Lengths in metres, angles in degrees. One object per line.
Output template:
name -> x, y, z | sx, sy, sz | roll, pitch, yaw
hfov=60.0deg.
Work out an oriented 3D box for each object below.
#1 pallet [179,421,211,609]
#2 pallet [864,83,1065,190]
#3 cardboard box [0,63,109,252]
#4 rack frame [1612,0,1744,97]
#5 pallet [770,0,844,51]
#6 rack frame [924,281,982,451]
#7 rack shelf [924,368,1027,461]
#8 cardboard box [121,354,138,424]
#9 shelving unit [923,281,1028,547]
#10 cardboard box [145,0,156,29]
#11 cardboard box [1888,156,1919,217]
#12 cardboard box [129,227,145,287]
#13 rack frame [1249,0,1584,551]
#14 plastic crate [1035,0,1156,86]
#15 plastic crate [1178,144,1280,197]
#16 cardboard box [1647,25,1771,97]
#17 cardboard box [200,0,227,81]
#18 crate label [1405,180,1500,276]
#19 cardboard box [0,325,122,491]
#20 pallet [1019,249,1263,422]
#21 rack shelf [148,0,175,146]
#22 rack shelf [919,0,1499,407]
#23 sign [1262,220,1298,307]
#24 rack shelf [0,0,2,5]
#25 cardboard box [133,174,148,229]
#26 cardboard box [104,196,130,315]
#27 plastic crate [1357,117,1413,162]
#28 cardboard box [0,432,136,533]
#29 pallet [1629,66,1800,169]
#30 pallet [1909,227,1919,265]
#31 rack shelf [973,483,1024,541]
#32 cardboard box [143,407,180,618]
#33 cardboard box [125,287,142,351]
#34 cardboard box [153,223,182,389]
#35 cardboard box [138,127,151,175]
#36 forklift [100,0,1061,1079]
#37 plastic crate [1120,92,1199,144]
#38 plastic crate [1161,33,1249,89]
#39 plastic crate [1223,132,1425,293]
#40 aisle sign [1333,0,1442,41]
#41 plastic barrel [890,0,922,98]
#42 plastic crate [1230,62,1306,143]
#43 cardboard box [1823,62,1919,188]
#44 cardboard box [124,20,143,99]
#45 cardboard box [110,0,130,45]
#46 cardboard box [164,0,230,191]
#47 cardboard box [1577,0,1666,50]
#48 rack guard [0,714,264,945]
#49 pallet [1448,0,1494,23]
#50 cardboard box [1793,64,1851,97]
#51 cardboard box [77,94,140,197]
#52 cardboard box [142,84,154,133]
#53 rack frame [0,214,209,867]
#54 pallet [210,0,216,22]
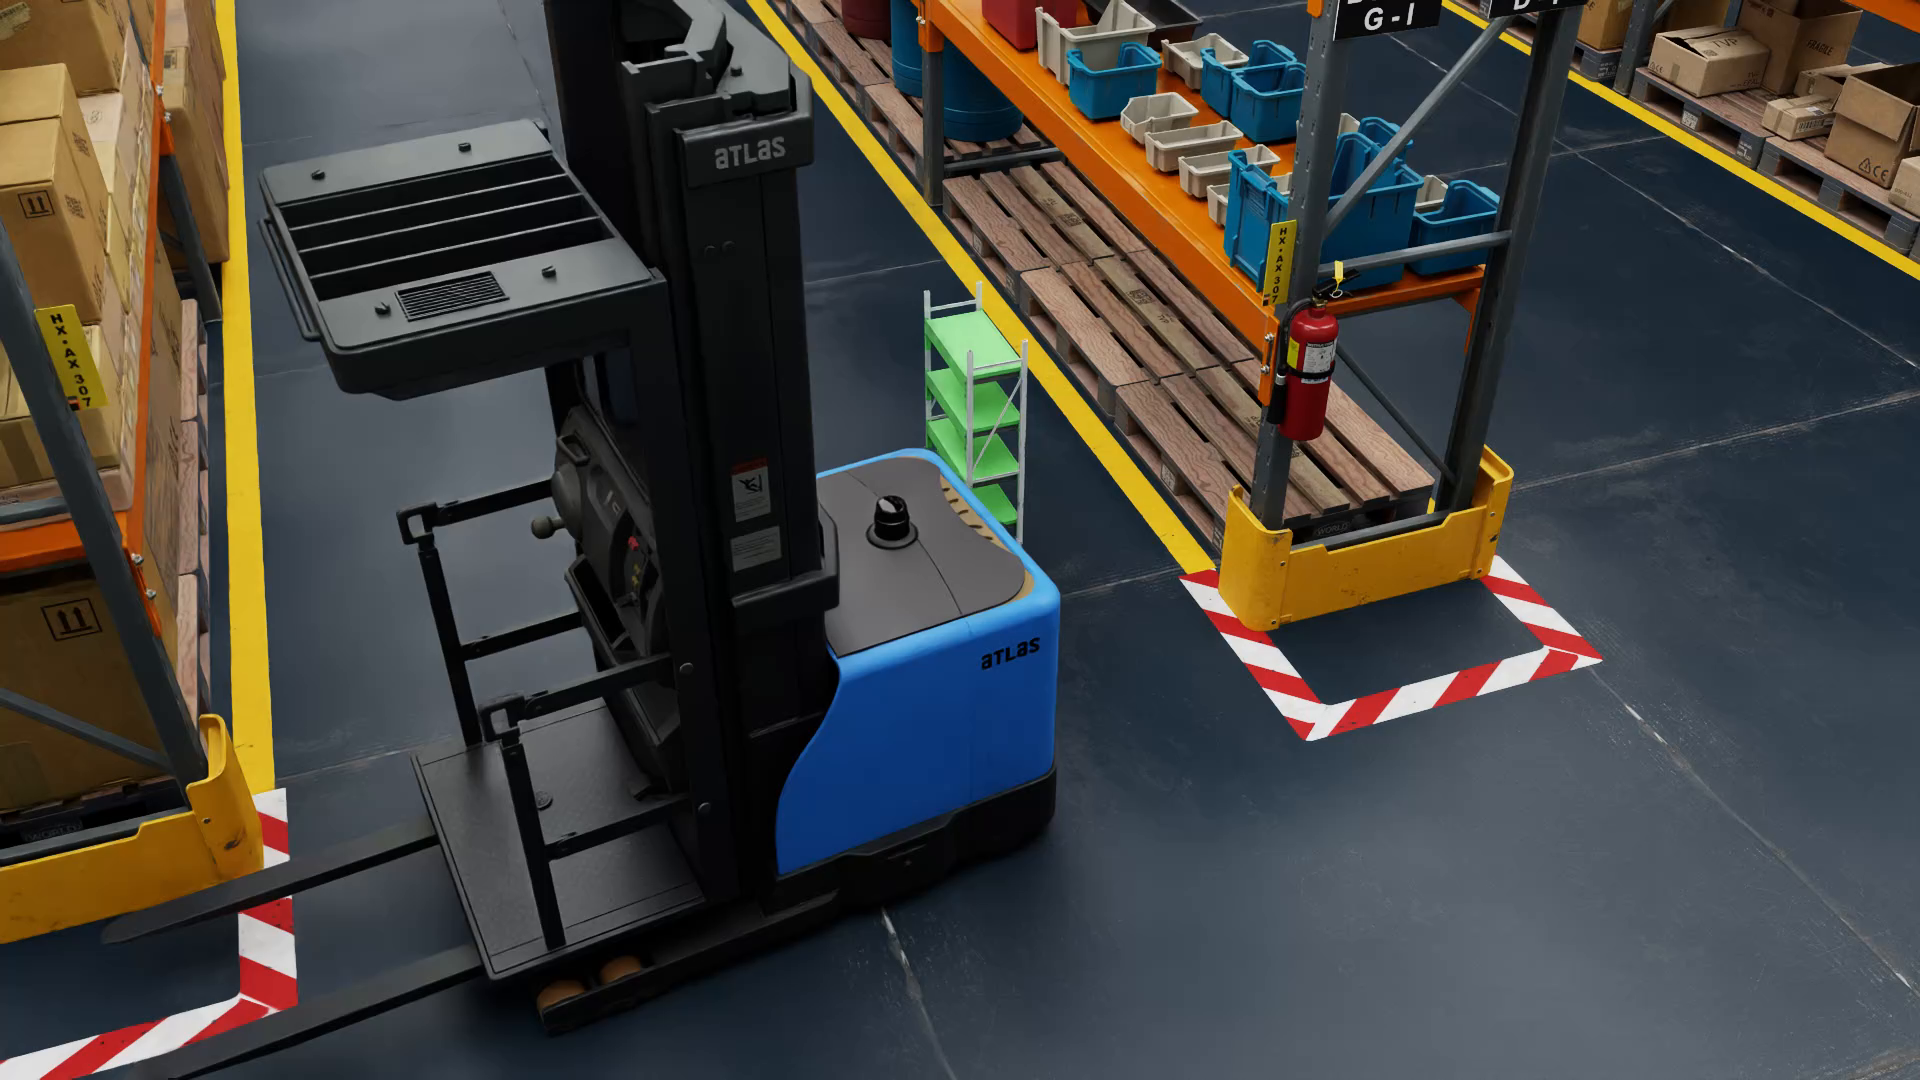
pallet -> -3.766, -0.027, 7.110 | 1.003, 0.211, 1.213 | -12, 39, -16
pallet -> 0.047, -2.633, 10.570 | 1.003, 0.211, 1.213 | -12, 39, -16
cardboard box -> -3.269, -1.276, 5.705 | 0.500, 0.500, 0.500 | -13, 39, -17
rack frame -> 4.925, -4.325, 10.499 | 1.000, 3.000, 0.127 | -12, 39, -16
pallet -> -0.793, -4.011, 12.400 | 1.003, 0.211, 1.213 | -12, 39, -16
rack frame -> -0.027, -0.524, 6.948 | 0.240, 1.200, 0.015 | -12, 39, -16
rack shelf -> 0.057, -0.526, 6.659 | 0.258, 0.148, 0.480 | -12, 39, -16
cardboard box -> -2.991, -0.475, 5.596 | 0.380, 0.149, 0.250 | -13, 39, -17
shelving unit -> 0.057, -0.386, 6.765 | 0.258, 1.200, 0.503 | -12, 39, -16
cardboard box -> -4.475, -2.912, 8.540 | 0.500, 0.500, 0.500 | -12, 39, -16
cardboard box -> 5.585, -1.942, 9.255 | 0.500, 0.250, 0.500 | -12, 39, -16
cardboard box -> -3.344, -1.054, 6.365 | 0.380, 0.149, 0.250 | -13, 39, -17
rack frame -> 1.650, -1.042, 6.141 | 1.000, 3.000, 0.127 | -12, 39, -16
plastic crate -> 0.626, -2.378, 7.962 | 0.437, 0.282, 0.530 | -12, 39, -16
plastic crate -> 1.113, -1.551, 6.985 | 0.396, 0.136, 0.243 | -12, 39, -16
cardboard box -> 4.867, -3.145, 10.802 | 0.500, 0.311, 0.500 | -12, 39, -16
cardboard box -> -5.536, -3.461, 10.769 | 1.225, 0.875, 0.875 | -14, 39, -18
crate label -> 1.874, -1.207, 6.449 | 0.416, 0.233, 0.303 | -12, 39, -16
cardboard box -> -2.913, -0.403, 5.169 | 0.500, 0.250, 0.500 | -13, 39, -17
pallet -> 0.986, -1.090, 8.522 | 1.003, 0.211, 1.213 | -12, 39, -16
rack shelf -> -5.066, -3.119, 9.496 | 1.077, 0.370, 4.000 | -12, 39, -16
rack shelf -> 0.961, -1.885, 7.857 | 1.077, 0.370, 4.000 | -12, 39, -16
sign -> 1.139, -0.984, 5.928 | 0.100, 0.325, 0.005 | -12, 39, -16
rack shelf -> -3.689, -2.057, 5.593 | 1.077, 0.370, 4.000 | -12, 39, -16
cardboard box -> -3.522, -1.346, 6.752 | 0.380, 0.149, 0.250 | -13, 39, -17
cardboard box -> -3.267, -0.980, 5.935 | 0.500, 0.250, 0.500 | -14, 39, -17
plastic crate -> 1.647, -1.579, 6.942 | 0.416, 0.233, 0.300 | -12, 39, -16
cardboard box -> -2.813, -0.185, 5.212 | 0.380, 0.149, 0.250 | -12, 39, -15
pallet -> 5.161, -2.823, 10.823 | 1.003, 0.211, 1.213 | -12, 39, -16
pallet -> 6.000, -1.445, 8.993 | 1.003, 0.211, 1.213 | -12, 39, -16
rack shelf -> 0.057, -0.143, 6.948 | 0.258, 0.148, 0.480 | -12, 39, -16
cardboard box -> -3.609, -0.195, 6.433 | 0.875, 0.875, 0.875 | -12, 39, -16
cardboard box -> -3.169, -0.765, 5.982 | 0.380, 0.149, 0.250 | -13, 39, -17
cardboard box -> -4.225, -1.206, 7.775 | 0.875, 0.875, 0.875 | -12, 39, -16
cardboard box -> -3.699, -1.636, 7.138 | 0.380, 0.149, 0.250 | -12, 39, -15
forklift -> -1.214, 0.001, 4.812 | 3.031, 2.935, 1.130 | -17, 40, -21
plastic crate -> 0.875, -1.867, 7.404 | 0.298, 0.136, 0.250 | -12, 39, -16
plastic crate -> 1.155, -2.299, 7.979 | 0.293, 0.136, 0.466 | -12, 39, -16
plastic crate -> 1.359, -1.231, 6.312 | 0.616, 0.435, 0.499 | -12, 39, -16
aisle sign -> 1.399, -1.979, 5.224 | 0.394, 0.787, 0.004 | -12, 39, -16
plastic barrel -> -0.142, -3.342, 10.589 | 0.600, 0.901, 0.708 | -12, 39, -16
plastic crate -> 1.421, -1.951, 7.436 | 0.416, 0.233, 0.300 | -12, 39, -16
cardboard box -> 5.577, -2.444, 9.710 | 0.797, 0.503, 0.637 | -12, 39, -16
cardboard box -> -3.979, -2.140, 7.476 | 0.500, 0.250, 0.500 | -13, 39, -17
cardboard box -> -3.968, -2.431, 7.238 | 0.500, 0.500, 0.500 | -11, 38, -15
cardboard box -> -4.925, -2.458, 9.436 | 1.225, 0.875, 0.875 | -14, 39, -18
cardboard box -> 4.486, -3.722, 11.410 | 0.500, 0.500, 0.500 | -13, 39, -16
rack guard -> -2.993, 0.995, 5.513 | 1.175, 0.500, 0.348 | -12, 39, -16
pallet -> 4.186, -4.354, 12.854 | 1.003, 0.211, 1.213 | -12, 39, -16
cardboard box -> 5.573, -2.900, 10.611 | 0.380, 0.149, 0.250 | -12, 39, -16
cardboard box -> -3.623, -1.560, 6.706 | 0.500, 0.250, 0.500 | -12, 39, -15
cardboard box -> -3.876, -1.926, 7.523 | 0.380, 0.149, 0.250 | -12, 39, -15
rack frame -> -3.001, -0.017, 4.779 | 1.000, 3.000, 0.127 | -12, 39, -16
pallet -> -6.021, -3.864, 12.204 | 1.003, 0.211, 1.213 | -12, 39, -16
